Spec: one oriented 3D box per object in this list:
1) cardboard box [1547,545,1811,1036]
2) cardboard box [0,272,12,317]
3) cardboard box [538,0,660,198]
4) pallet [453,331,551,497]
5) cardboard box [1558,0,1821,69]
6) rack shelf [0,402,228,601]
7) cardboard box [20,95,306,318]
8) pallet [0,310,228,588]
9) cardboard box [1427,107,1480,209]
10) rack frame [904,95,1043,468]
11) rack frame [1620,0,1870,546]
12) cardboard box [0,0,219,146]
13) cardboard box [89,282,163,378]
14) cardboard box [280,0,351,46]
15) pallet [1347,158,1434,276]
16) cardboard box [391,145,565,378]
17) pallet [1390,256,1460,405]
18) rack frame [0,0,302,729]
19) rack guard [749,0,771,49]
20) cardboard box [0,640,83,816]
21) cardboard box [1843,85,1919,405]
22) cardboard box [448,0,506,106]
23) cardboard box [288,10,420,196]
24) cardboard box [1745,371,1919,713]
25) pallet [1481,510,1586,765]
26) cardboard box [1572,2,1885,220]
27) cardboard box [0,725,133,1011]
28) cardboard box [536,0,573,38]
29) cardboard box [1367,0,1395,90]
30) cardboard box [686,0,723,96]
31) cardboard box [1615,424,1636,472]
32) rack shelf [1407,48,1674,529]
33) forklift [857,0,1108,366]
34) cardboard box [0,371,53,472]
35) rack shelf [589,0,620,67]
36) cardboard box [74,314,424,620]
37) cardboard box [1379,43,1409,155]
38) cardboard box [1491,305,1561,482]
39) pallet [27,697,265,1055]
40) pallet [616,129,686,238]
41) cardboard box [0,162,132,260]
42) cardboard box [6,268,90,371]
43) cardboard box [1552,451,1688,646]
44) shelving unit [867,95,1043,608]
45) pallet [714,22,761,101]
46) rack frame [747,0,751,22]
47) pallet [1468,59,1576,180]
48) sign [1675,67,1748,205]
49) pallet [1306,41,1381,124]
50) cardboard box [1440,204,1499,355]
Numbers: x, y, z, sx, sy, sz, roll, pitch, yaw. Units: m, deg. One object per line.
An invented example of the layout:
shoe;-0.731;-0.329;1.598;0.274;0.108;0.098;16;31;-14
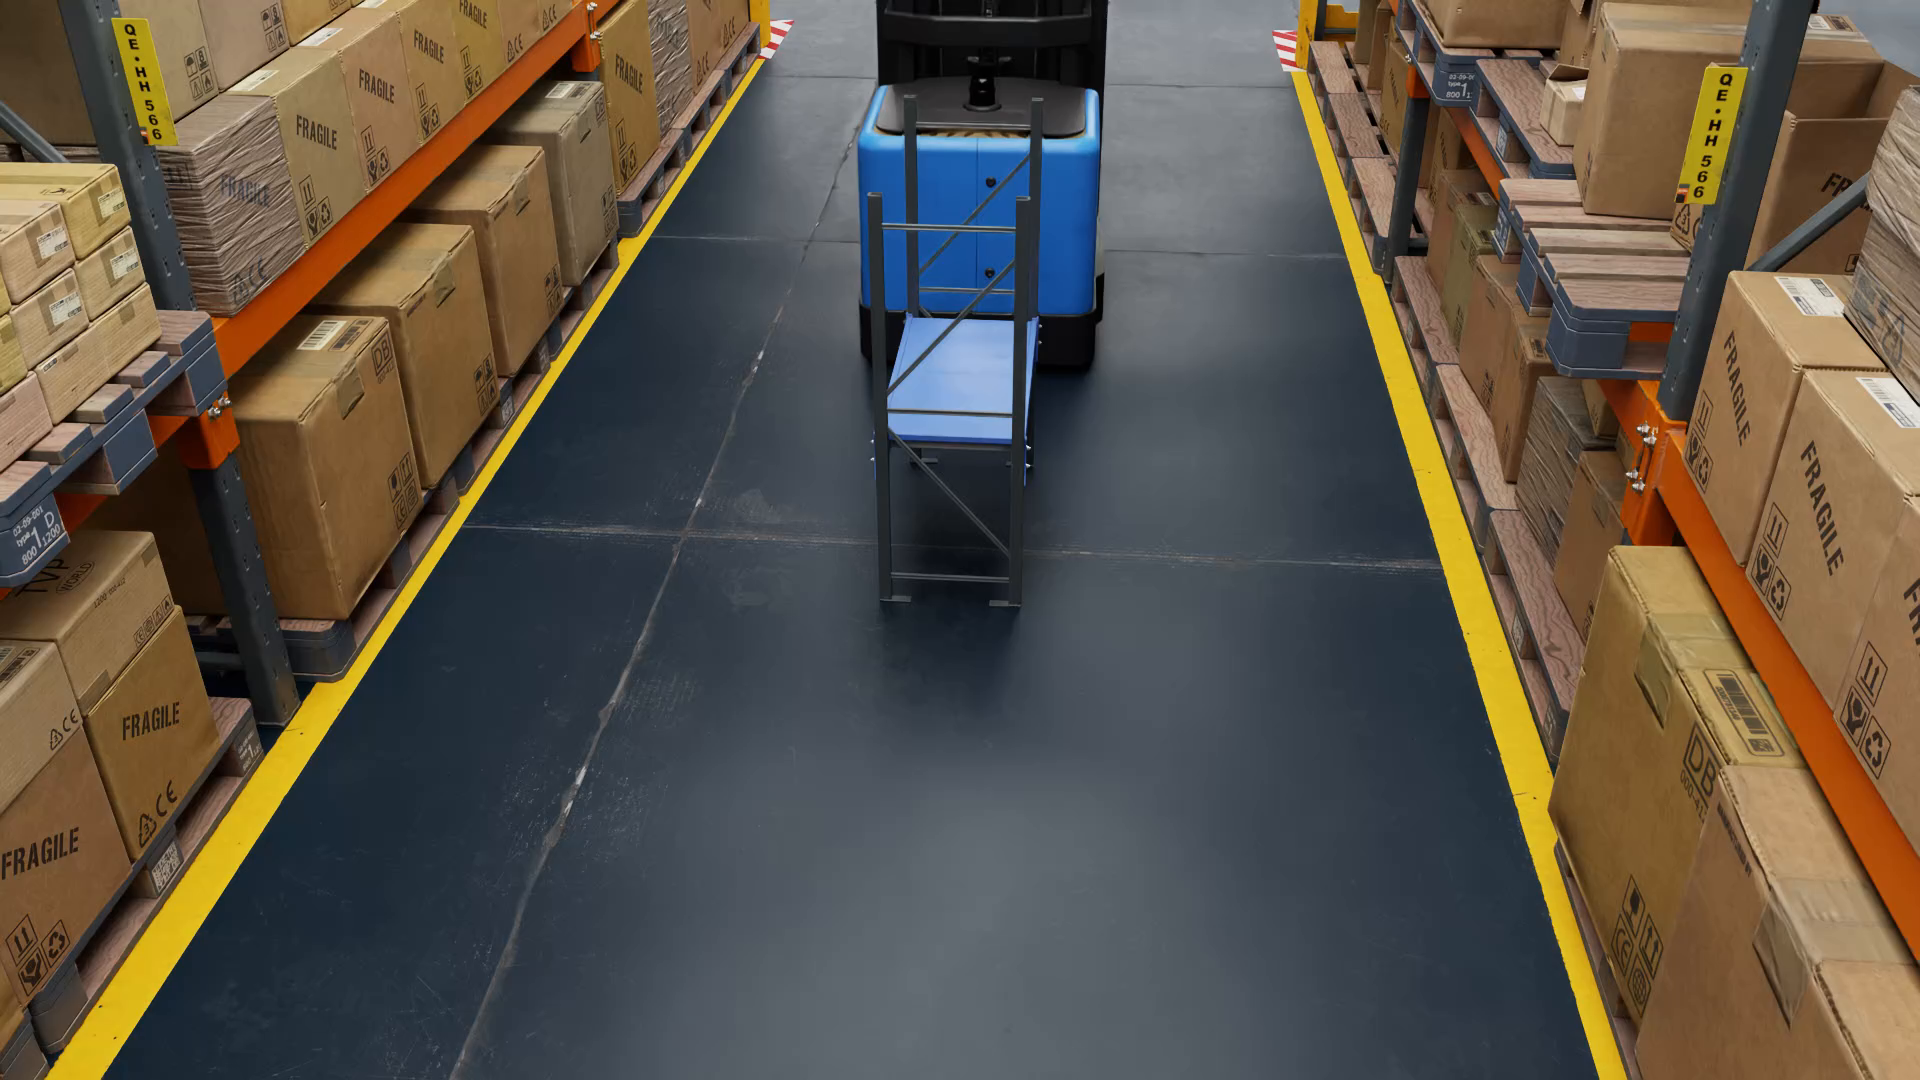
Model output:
cardboard box;2.225;0.620;4.010;1.225;0.875;0.875;1;32;2
cardboard box;-2.260;-0.511;3.493;0.380;0.149;0.250;3;32;5
cardboard box;-2.186;-2.422;8.946;0.875;0.875;0.875;3;32;5
pallet;-2.392;-0.589;7.004;1.003;0.211;1.213;2;32;4
cardboard box;2.579;-1.870;5.926;0.797;0.503;0.637;6;32;9
rack shelf;-2.796;0.622;3.068;1.077;0.370;4.000;2;32;4
cardboard box;-2.327;-0.996;4.912;0.500;0.500;0.500;3;32;5
pallet;-2.585;-0.272;4.014;1.213;0.211;1.003;2;32;4
cardboard box;2.700;-1.879;8.423;0.500;0.500;0.500;2;32;2
rack frame;0.048;-0.949;6.360;0.500;1.500;0.032;2;32;4
rack frame;2.302;-0.466;4.147;1.000;3.000;0.127;2;32;4
cardboard box;-2.586;-1.433;4.668;0.700;0.500;0.500;2;32;4
cardboard box;-2.215;-0.525;4.081;0.380;0.149;0.250;3;32;5
cardboard box;-2.507;-1.966;5.533;0.700;0.500;0.500;2;32;3
pallet;2.647;-1.723;8.845;1.003;0.211;1.213;2;32;4
cardboard box;-2.350;-1.210;7.099;1.050;0.750;0.750;2;32;4
pallet;2.566;-0.963;7.612;1.003;0.211;1.213;2;32;4
rack frame;-2.633;-0.730;4.576;1.000;3.000;0.127;2;32;4
rack guard;-1.980;-3.862;12.040;1.175;0.500;0.348;2;32;4
cardboard box;-2.458;0.469;3.897;0.500;0.250;0.500;3;32;5
cardboard box;2.227;-0.554;3.238;0.797;0.503;0.637;3;32;6
cardboard box;-2.166;-2.052;6.625;0.500;0.500;0.500;3;32;5
cardboard box;-2.247;-1.526;5.772;0.500;0.500;0.500;2;32;4
cardboard box;1.952;0.004;3.289;0.500;0.500;0.500;2;32;3
pallet;2.367;0.313;5.541;1.003;0.211;1.213;2;32;4
cardboard box;2.252;-1.267;4.952;0.700;0.500;0.500;7;32;11
cardboard box;-2.472;0.782;4.105;0.500;0.500;0.500;4;32;6
cardboard box;-2.083;-2.580;7.483;0.500;0.500;0.500;2;32;4
cardboard box;2.872;-3.124;10.442;0.500;0.500;0.500;11;33;17
cardboard box;-2.040;-3.370;10.485;0.875;0.875;0.875;2;32;3
cardboard box;2.327;-0.260;5.061;0.500;0.250;0.500;4;32;6
rack shelf;2.465;-1.205;6.032;1.077;0.370;4.000;2;32;4
forklift;0.167;-2.765;7.943;1.130;2.935;3.031;2;32;3
cardboard box;-2.257;-0.260;3.653;0.380;0.149;0.250;3;32;5
rack shelf;-2.144;-3.562;9.856;1.077;0.370;4.000;2;32;4
cardboard box;-2.494;-0.266;5.567;1.050;0.750;0.750;2;32;3
cardboard box;2.712;-2.507;9.442;0.500;0.500;0.500;0;32;0
cardboard box;2.409;-0.527;6.210;0.700;0.500;0.500;5;32;8
pallet;-2.698;0.865;4.645;1.003;0.211;1.213;2;32;4
pallet;-2.167;-2.029;9.342;1.003;0.211;1.213;2;32;4
cardboard box;-2.216;-0.780;3.928;0.380;0.149;0.250;1;32;2
cardboard box;-2.239;-0.511;3.777;0.380;0.149;0.250;4;32;6
cardboard box;2.337;0.060;5.257;0.700;0.500;0.500;1;32;1
shelving unit;0.007;-0.683;5.929;0.538;1.500;1.048;2;32;4
pallet;-1.969;-3.305;11.412;1.003;0.211;1.213;2;32;4
rack frame;-1.982;-4.914;11.364;1.000;3.000;0.127;2;32;4
pallet;2.423;-1.421;5.879;1.003;0.211;1.213;2;32;4
sign;1.761;-0.943;3.893;0.100;0.325;0.005;2;32;4
pallet;2.846;-2.999;10.915;1.003;0.211;1.213;2;32;4
cardboard box;2.499;-1.112;7.158;0.700;0.500;0.500;2;32;4
